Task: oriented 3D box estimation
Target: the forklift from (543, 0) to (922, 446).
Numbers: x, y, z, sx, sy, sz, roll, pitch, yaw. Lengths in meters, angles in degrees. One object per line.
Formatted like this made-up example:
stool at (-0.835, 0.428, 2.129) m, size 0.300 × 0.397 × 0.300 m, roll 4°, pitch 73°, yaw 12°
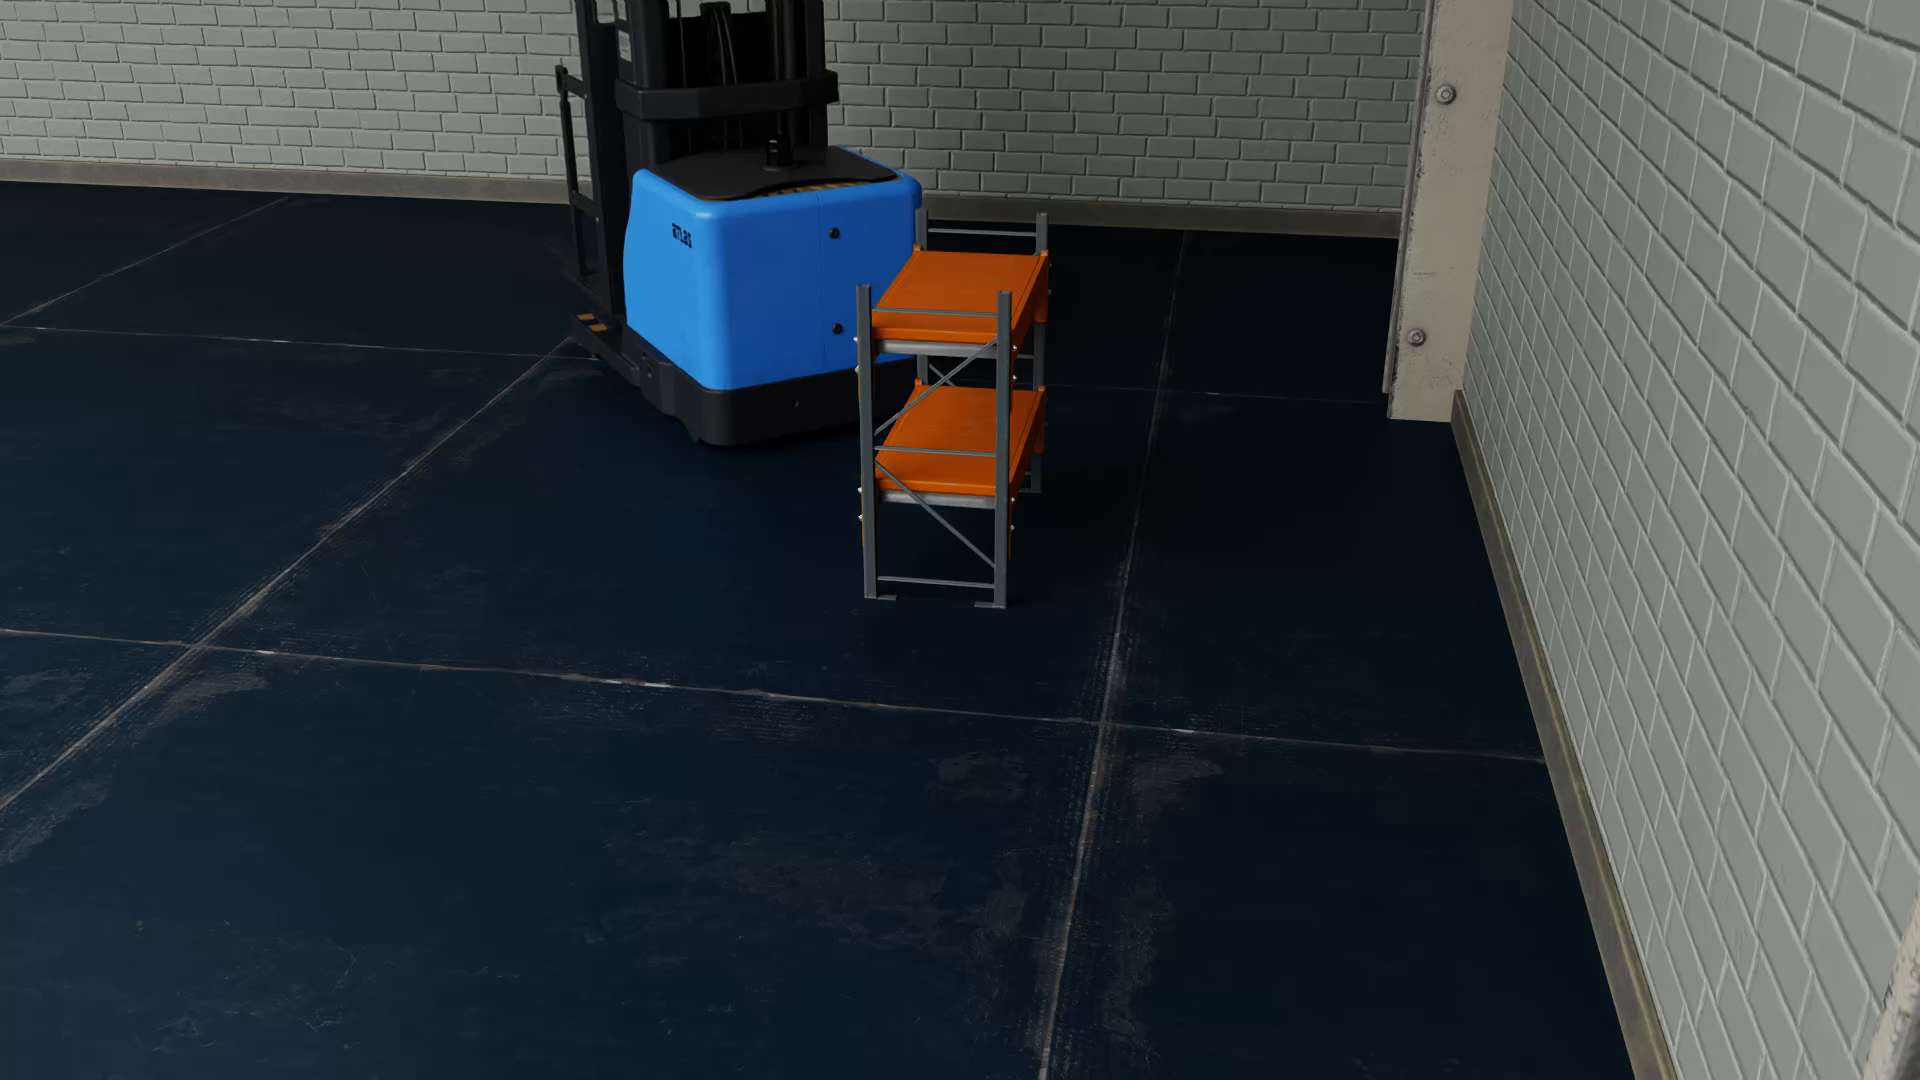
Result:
forklift at (-1.298, -2.305, 7.718) m, size 1.130 × 2.935 × 3.031 m, roll -13°, pitch 28°, yaw -26°

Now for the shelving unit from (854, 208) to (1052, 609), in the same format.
shelving unit at (-0.001, -0.507, 6.005) m, size 0.538 × 1.125 × 1.048 m, roll 4°, pitch 25°, yaw 9°

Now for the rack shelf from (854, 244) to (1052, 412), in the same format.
rack shelf at (-0.001, -0.772, 5.881) m, size 0.538 × 0.278 × 1.000 m, roll 4°, pitch 25°, yaw 9°

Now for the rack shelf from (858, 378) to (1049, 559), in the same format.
rack shelf at (-0.001, -0.285, 6.109) m, size 0.538 × 0.278 × 1.000 m, roll 4°, pitch 25°, yaw 9°

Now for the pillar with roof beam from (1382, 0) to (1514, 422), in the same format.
pillar with roof beam at (-2.158, -4.987, 6.290) m, size 9.100 × 9.000 × 0.400 m, roll 4°, pitch 25°, yaw 9°

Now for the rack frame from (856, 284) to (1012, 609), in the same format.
rack frame at (-0.084, -0.294, 5.551) m, size 0.500 × 1.125 × 0.032 m, roll 4°, pitch 25°, yaw 9°

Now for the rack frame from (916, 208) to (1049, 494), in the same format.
rack frame at (0.082, -0.719, 6.460) m, size 0.500 × 1.125 × 0.032 m, roll 4°, pitch 25°, yaw 9°
